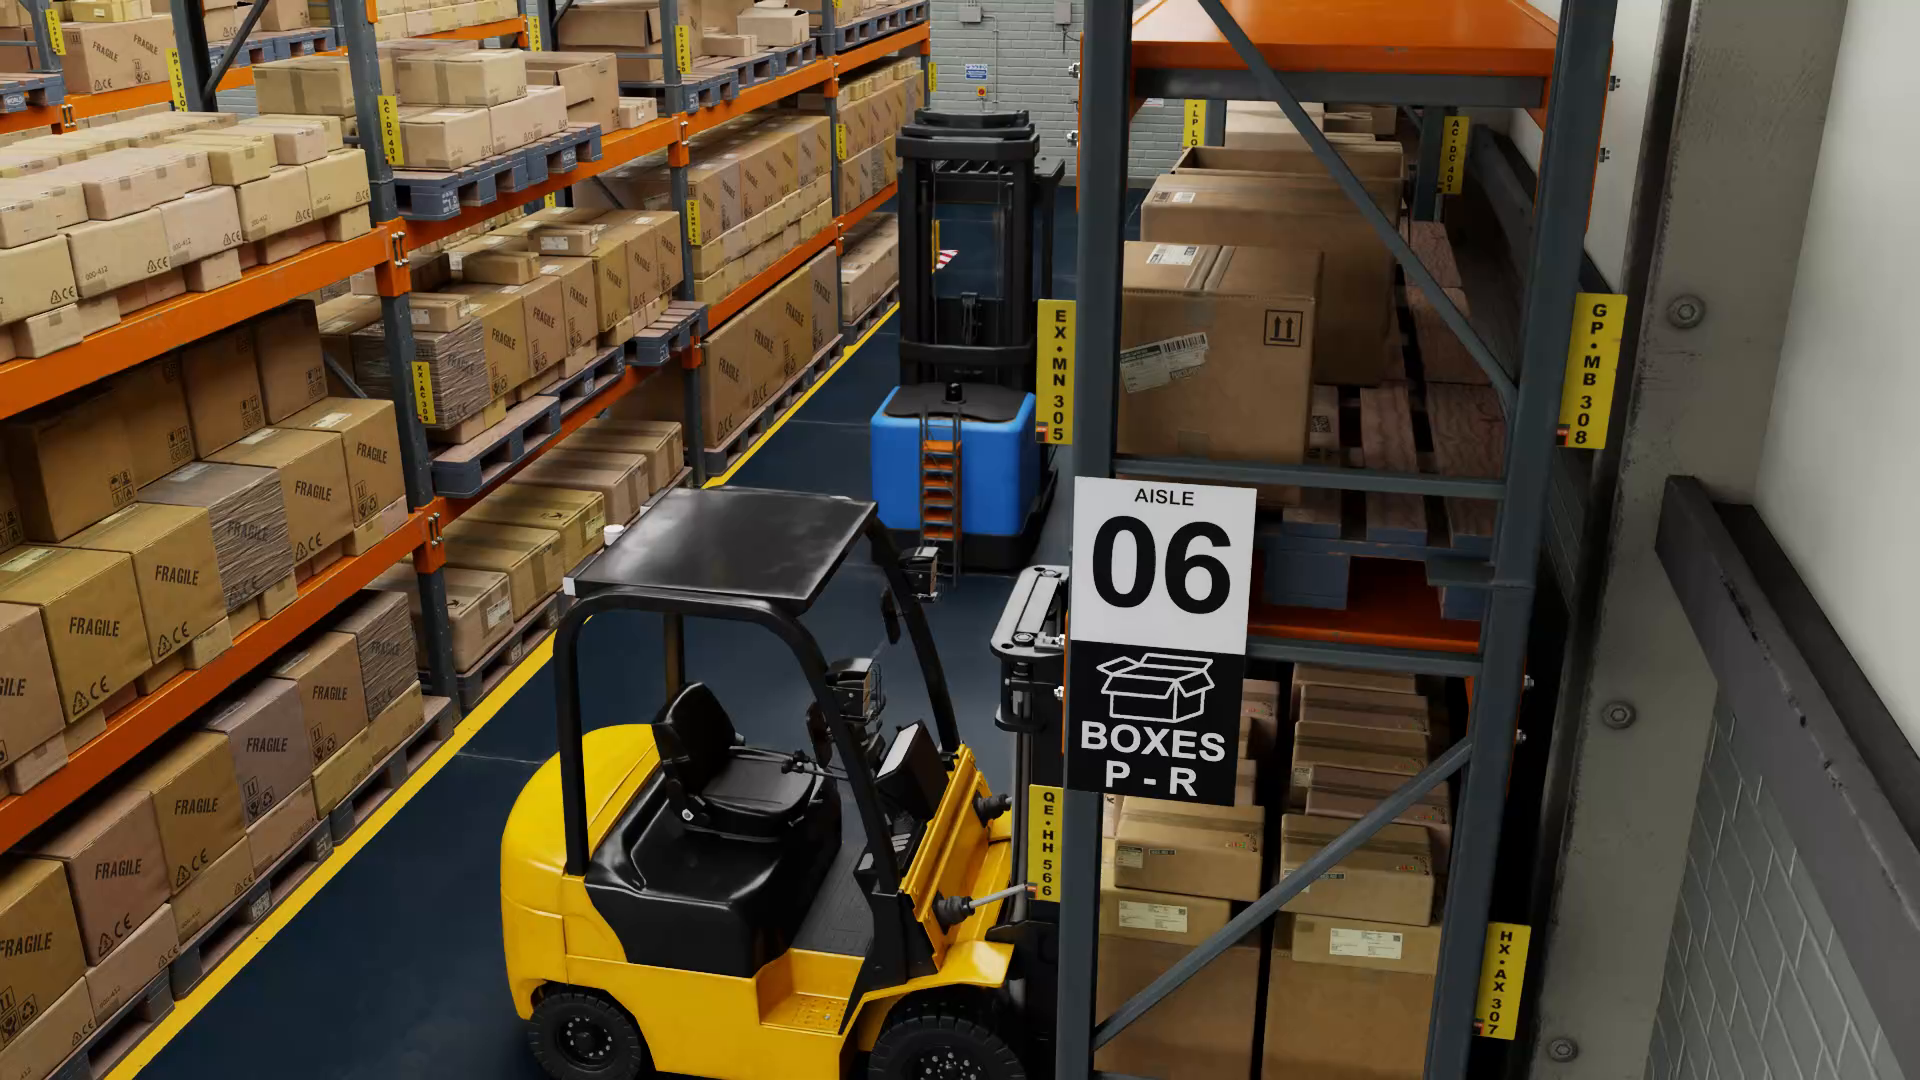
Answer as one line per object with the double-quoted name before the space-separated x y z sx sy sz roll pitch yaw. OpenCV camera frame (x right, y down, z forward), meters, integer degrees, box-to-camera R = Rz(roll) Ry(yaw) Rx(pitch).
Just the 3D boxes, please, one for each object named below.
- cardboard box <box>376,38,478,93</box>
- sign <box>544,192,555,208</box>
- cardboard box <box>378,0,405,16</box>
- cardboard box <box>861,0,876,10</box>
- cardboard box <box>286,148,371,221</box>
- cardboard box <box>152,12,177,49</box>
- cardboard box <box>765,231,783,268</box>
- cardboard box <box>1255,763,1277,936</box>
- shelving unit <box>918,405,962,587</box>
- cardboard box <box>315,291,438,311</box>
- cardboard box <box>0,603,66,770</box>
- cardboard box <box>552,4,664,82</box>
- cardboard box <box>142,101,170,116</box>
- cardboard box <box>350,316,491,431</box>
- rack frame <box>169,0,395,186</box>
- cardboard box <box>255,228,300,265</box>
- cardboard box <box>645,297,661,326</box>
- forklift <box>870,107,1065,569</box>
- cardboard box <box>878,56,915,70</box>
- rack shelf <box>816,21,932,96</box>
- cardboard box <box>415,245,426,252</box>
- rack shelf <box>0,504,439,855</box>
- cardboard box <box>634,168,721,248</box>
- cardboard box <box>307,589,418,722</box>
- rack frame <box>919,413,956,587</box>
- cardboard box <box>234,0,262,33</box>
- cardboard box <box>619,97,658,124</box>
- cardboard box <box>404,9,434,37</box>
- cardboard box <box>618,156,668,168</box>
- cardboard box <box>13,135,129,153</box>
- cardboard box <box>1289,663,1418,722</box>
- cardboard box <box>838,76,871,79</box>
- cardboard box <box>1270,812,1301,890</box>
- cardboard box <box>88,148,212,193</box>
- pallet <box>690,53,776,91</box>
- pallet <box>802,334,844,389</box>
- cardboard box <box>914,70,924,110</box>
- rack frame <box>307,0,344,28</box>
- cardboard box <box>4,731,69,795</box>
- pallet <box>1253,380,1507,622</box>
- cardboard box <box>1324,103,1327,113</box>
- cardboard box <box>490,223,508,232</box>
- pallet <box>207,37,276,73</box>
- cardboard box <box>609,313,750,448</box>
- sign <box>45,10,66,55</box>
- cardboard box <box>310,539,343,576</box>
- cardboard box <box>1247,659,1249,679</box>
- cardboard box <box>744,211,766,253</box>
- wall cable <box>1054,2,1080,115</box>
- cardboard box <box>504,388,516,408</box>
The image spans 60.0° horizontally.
"cardboard box" -3.117 -2.740 9.596 0.500 0.250 0.500 5 22 12
"sign" -3.025 -2.436 12.337 0.100 0.325 0.005 4 22 11
"cardboard box" -6.092 -5.554 17.146 0.500 0.250 0.500 4 22 11
"cardboard box" -1.203 -5.831 17.725 0.500 0.311 0.500 5 22 12
"cardboard box" -3.124 -1.672 7.777 0.500 0.250 0.500 4 22 10
"cardboard box" -6.779 -4.191 14.096 0.500 0.500 0.500 4 22 11
"cardboard box" -1.838 -2.509 14.269 0.500 0.250 0.500 4 22 11
"cardboard box" 0.705 1.010 5.197 0.500 0.500 0.500 5 23 13
"shelving unit" -0.127 -0.283 10.951 0.258 1.200 0.189 4 22 9
"cardboard box" -3.328 -1.142 9.579 0.500 0.500 0.500 5 22 11
"cardboard box" -3.643 0.542 5.961 0.500 0.500 0.500 5 23 13
"cardboard box" -2.552 -3.641 12.164 0.797 0.503 0.637 3 22 8
"cardboard box" -10.389 -5.410 21.073 0.500 0.250 0.500 4 22 10
"cardboard box" -2.921 -0.924 9.037 0.500 0.500 0.500 5 22 12
"rack frame" -3.297 -3.178 7.698 1.000 3.000 0.127 4 22 11
"cardboard box" -3.229 -1.350 7.511 0.380 0.149 0.250 5 22 11
"cardboard box" -2.309 -1.599 11.583 0.380 0.149 0.250 4 22 10
"forklift" 0.151 -1.681 12.103 1.130 2.935 3.031 4 22 9
"cardboard box" -0.726 -5.448 19.025 0.380 0.149 0.250 5 22 12
"rack shelf" -1.257 -5.110 17.473 1.077 0.370 4.000 4 22 11
"cardboard box" -6.110 -3.209 18.264 0.380 0.149 0.250 4 22 10
"rack shelf" -3.706 0.670 7.137 1.077 0.370 4.000 4 22 11
"cardboard box" -2.141 -2.530 12.647 0.500 0.500 0.500 4 22 9
"cardboard box" -3.155 0.575 8.526 0.500 0.500 0.500 4 22 10
"rack frame" -0.143 -0.250 10.868 0.240 1.200 0.006 4 22 9
"cardboard box" -6.917 -4.900 15.547 0.500 0.311 0.500 4 22 10
"cardboard box" -2.340 -3.001 11.612 0.380 0.149 0.250 4 22 11
"cardboard box" -5.960 -5.505 17.692 0.500 0.250 0.500 5 23 13
"cardboard box" -2.535 -2.765 13.232 0.500 0.500 0.500 5 22 12
"cardboard box" -3.848 -1.662 7.219 0.380 0.149 0.250 4 22 11
"cardboard box" 1.245 0.475 5.259 0.380 0.149 0.250 5 23 13
"cardboard box" -1.135 -4.698 17.164 0.380 0.149 0.250 4 22 11
"cardboard box" 1.058 0.898 4.605 0.380 0.149 0.250 4 22 11
"cardboard box" -3.346 -1.525 6.878 0.380 0.149 0.250 4 22 10
"pallet" -2.176 -3.810 13.537 1.003 0.211 1.213 6 23 13
"pallet" -1.749 -1.739 15.889 1.003 0.211 1.213 4 22 11
"cardboard box" -0.714 -5.099 19.027 0.500 0.500 0.500 5 23 13
"rack frame" -6.532 -6.444 15.808 1.000 3.000 0.127 4 22 11
"cardboard box" -3.574 0.803 6.182 0.380 0.149 0.250 5 22 12
"pallet" 0.916 -0.162 4.343 1.003 0.211 1.213 4 22 11
"cardboard box" 1.987 -2.721 9.750 0.700 0.500 0.500 4 22 10
"cardboard box" -5.648 -3.729 19.954 0.380 0.149 0.250 4 22 9
"pallet" -6.970 -4.368 14.920 1.213 0.211 1.003 4 22 11
"cardboard box" -2.259 -1.313 13.381 0.875 0.875 0.875 4 22 10
"sign" -6.806 -3.821 12.512 0.100 0.325 0.005 4 22 11
"cardboard box" -3.238 0.044 8.066 0.380 0.149 0.250 5 22 11
"cardboard box" 0.781 0.479 5.648 0.380 0.149 0.250 5 22 11
"cardboard box" -1.916 -2.557 13.718 0.500 0.250 0.500 4 22 11
"wall cable" 1.670 -7.215 24.393 0.588 1.984 0.122 4 22 11
"cardboard box" -2.833 -0.851 9.726 0.380 0.149 0.250 6 23 14
